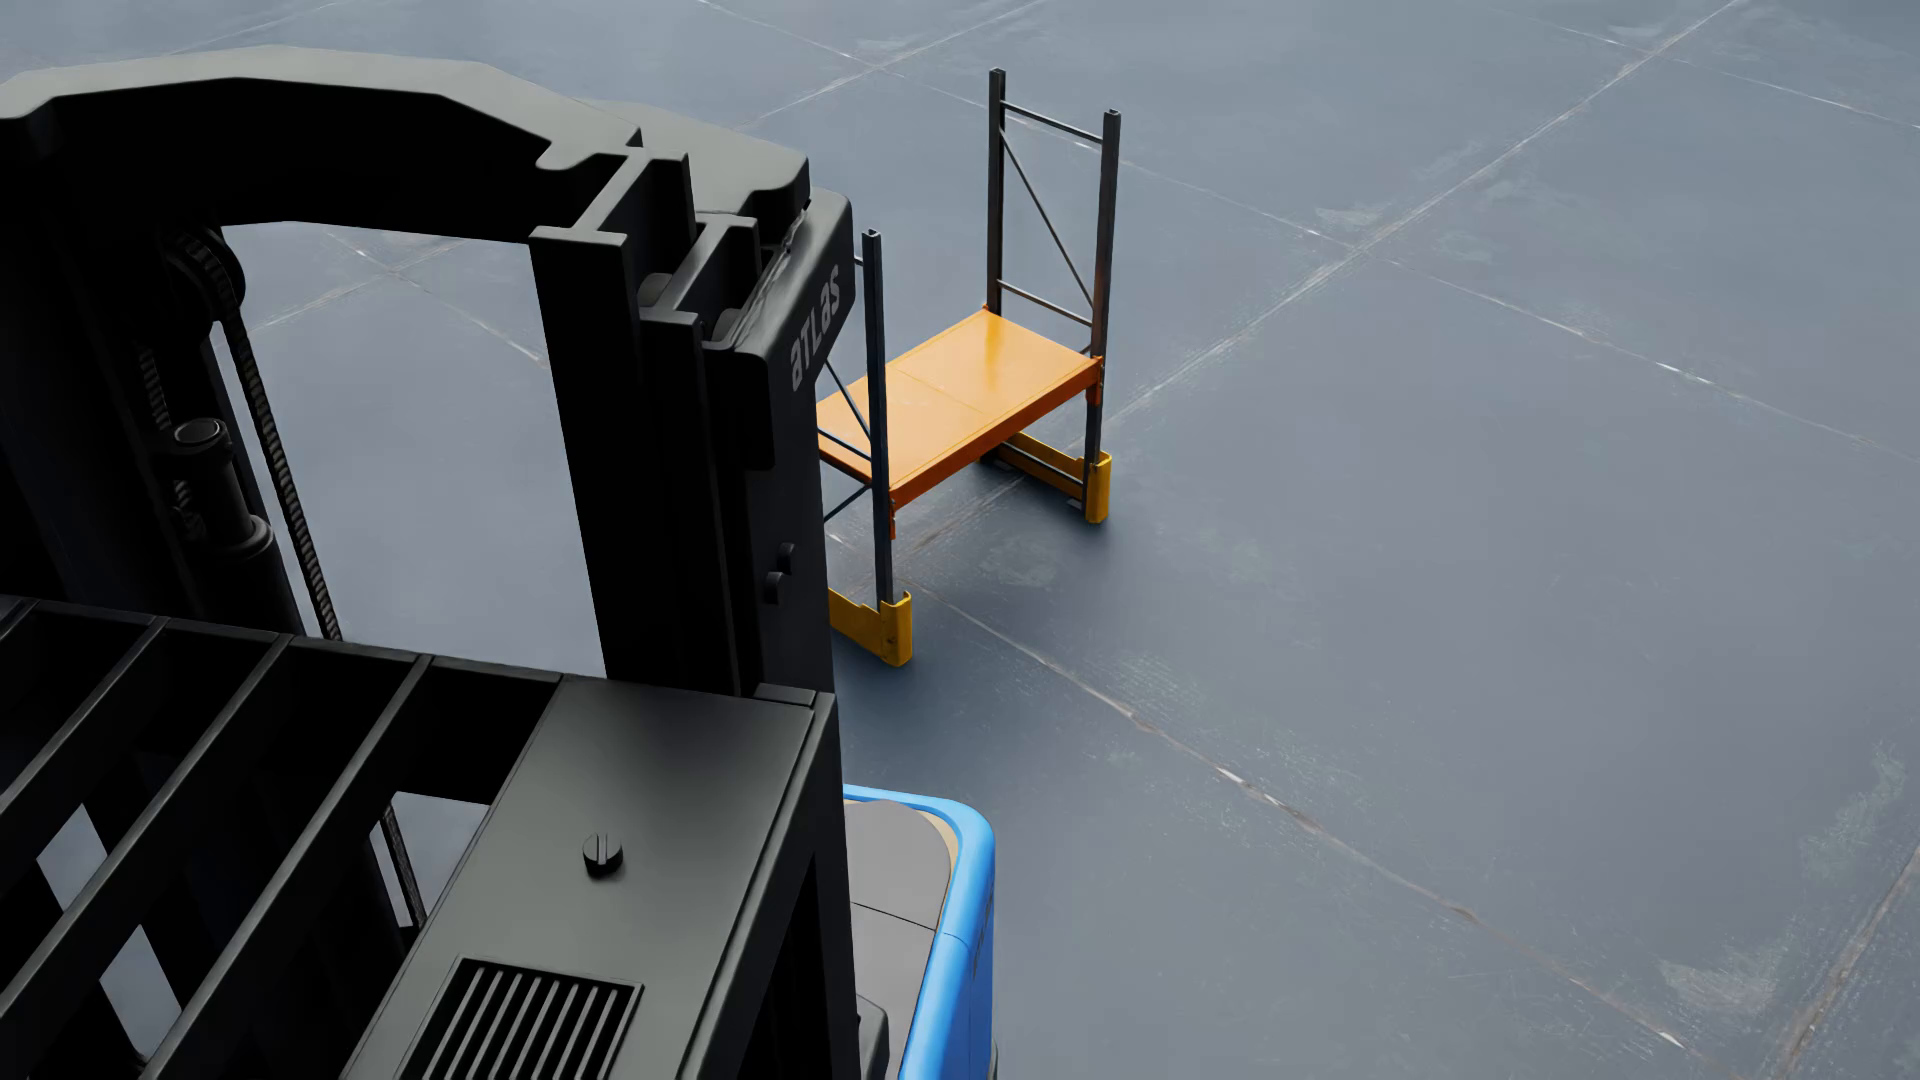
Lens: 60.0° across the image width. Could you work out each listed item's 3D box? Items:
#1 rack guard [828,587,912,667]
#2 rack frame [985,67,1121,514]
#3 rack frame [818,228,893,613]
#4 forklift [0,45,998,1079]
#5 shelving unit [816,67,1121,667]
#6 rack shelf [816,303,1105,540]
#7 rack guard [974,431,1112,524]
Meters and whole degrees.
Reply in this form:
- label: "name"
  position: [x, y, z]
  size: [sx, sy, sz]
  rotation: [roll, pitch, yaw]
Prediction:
- label: "rack guard"
  position: [-0.387, 0.166, 5.340]
  size: [0.587, 0.250, 0.087]
  rotation: [30, 47, 32]
- label: "rack frame"
  position: [0.285, -0.781, 5.528]
  size: [0.500, 1.500, 0.032]
  rotation: [30, 47, 32]
- label: "rack frame"
  position: [-0.400, -0.314, 4.940]
  size: [0.500, 1.500, 0.032]
  rotation: [30, 47, 32]
- label: "forklift"
  position: [-0.706, 1.069, 2.050]
  size: [1.130, 2.935, 3.031]
  rotation: [7, 39, 9]
- label: "shelving unit"
  position: [-0.051, -0.552, 5.239]
  size: [0.587, 1.500, 1.083]
  rotation: [30, 47, 32]
- label: "rack shelf"
  position: [-0.058, -0.407, 5.346]
  size: [0.538, 0.185, 1.000]
  rotation: [30, 47, 32]
- label: "rack guard"
  position: [0.285, -0.292, 5.916]
  size: [0.587, 0.250, 0.087]
  rotation: [30, 47, 32]
